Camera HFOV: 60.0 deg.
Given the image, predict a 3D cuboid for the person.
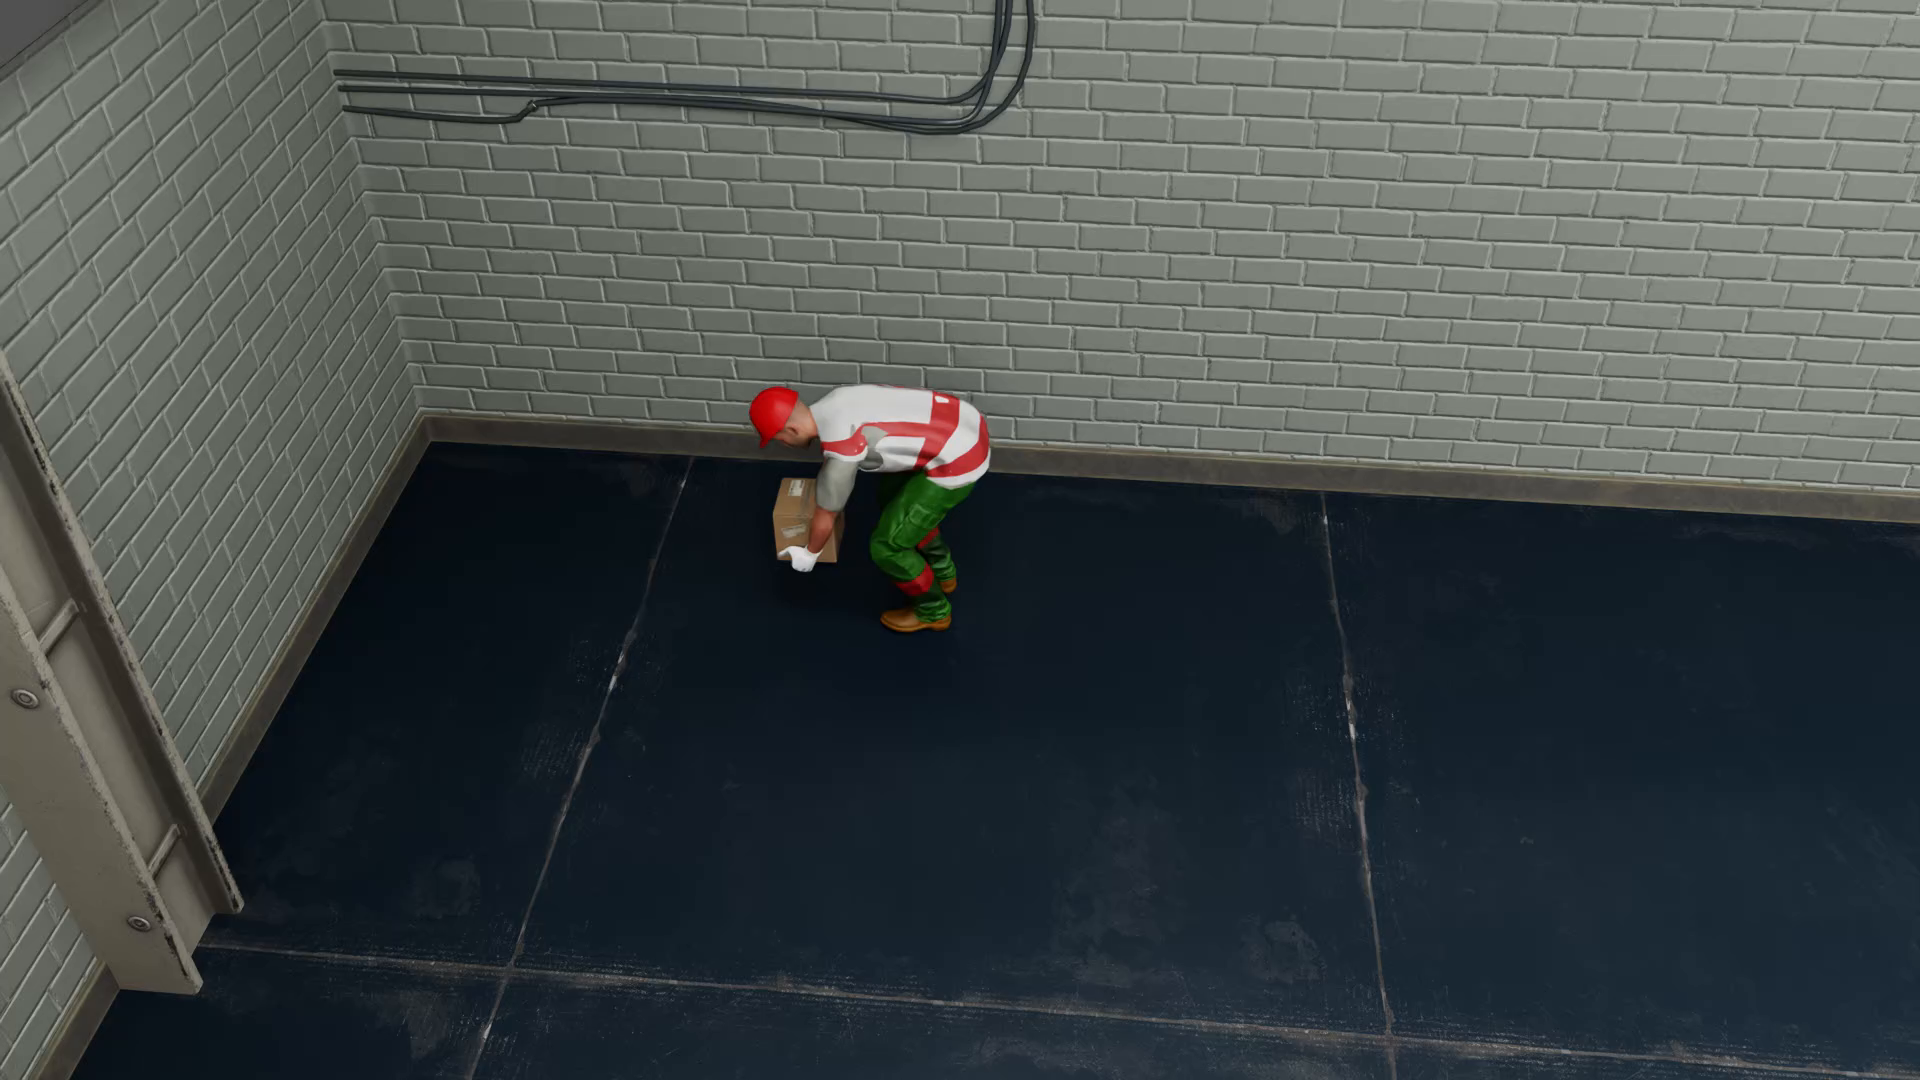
[{"bbox_3d":[-0.354,-0.155,6.852,0.954,1.111,0.525,1,40,2],"label":"person"}]
